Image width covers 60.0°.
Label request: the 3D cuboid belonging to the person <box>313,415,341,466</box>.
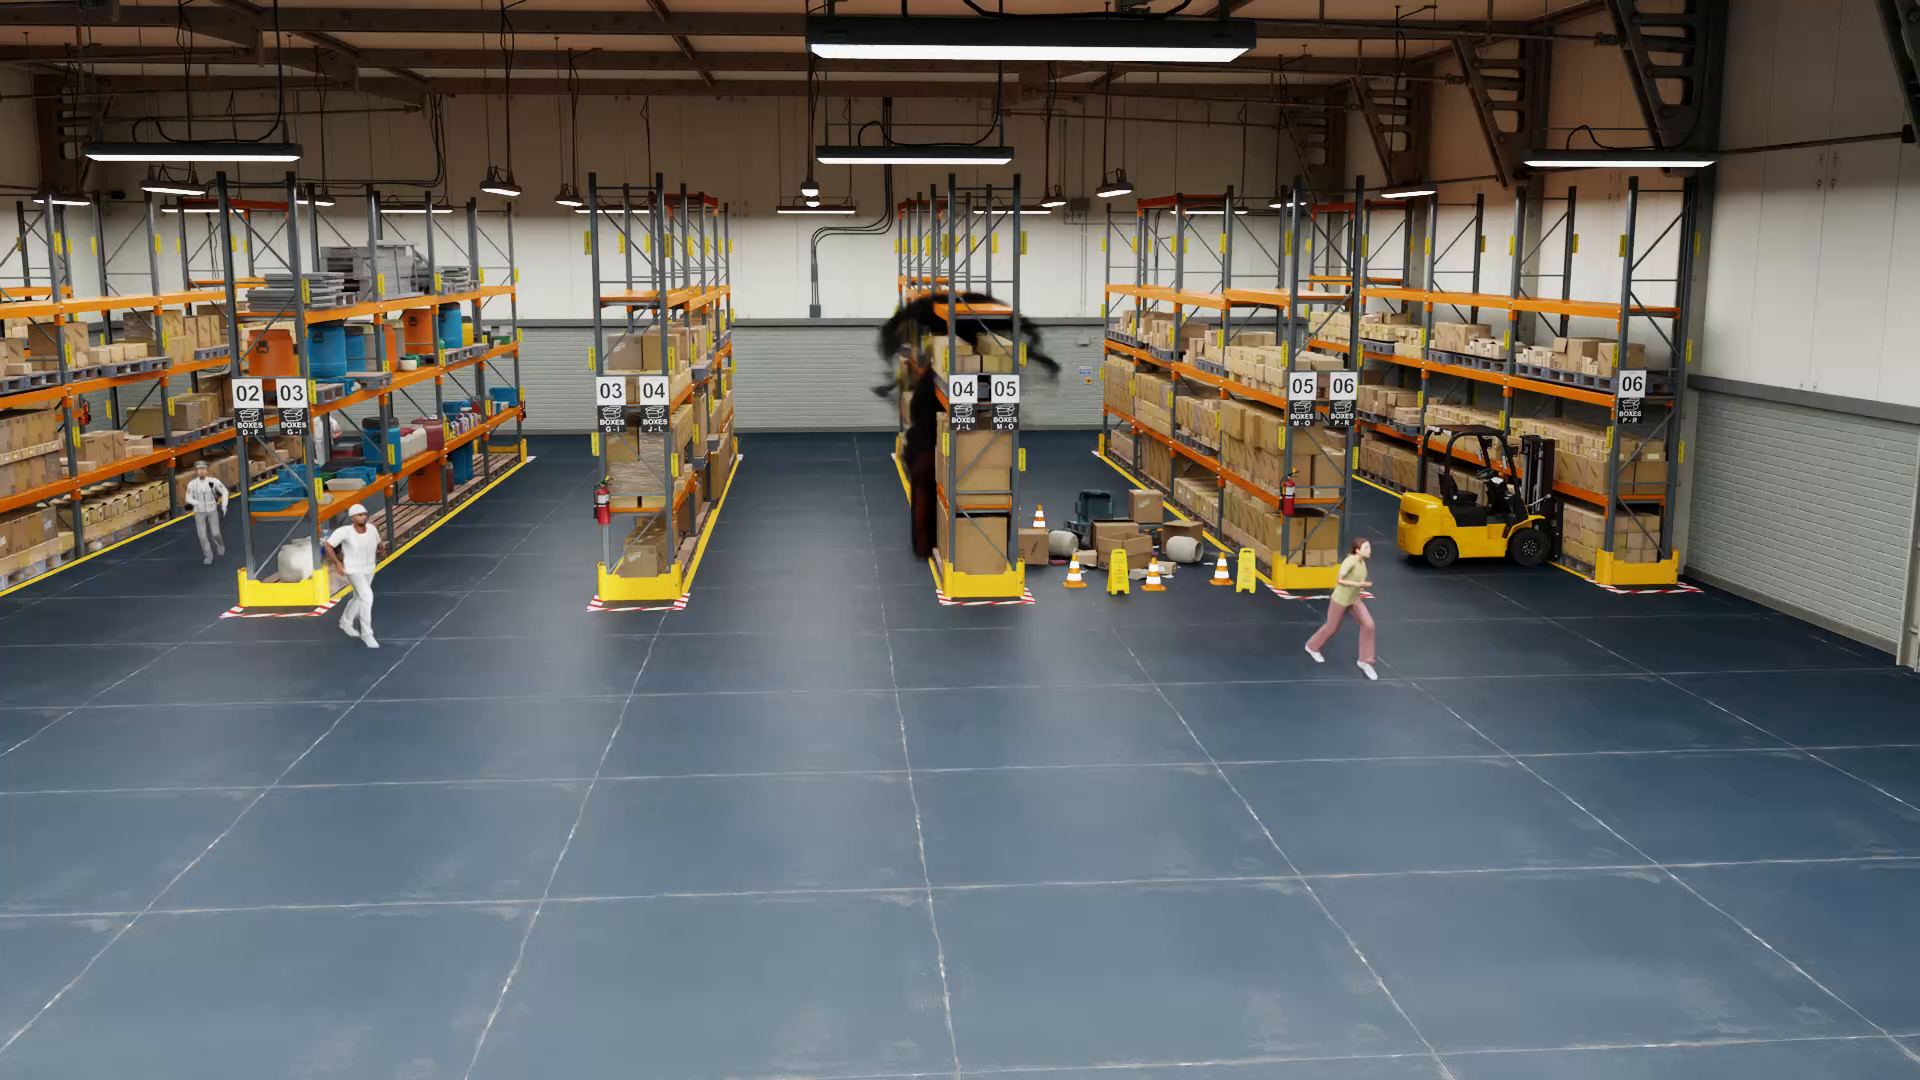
[{"bbox_3d":[-13.180,-1.921,34.509,0.666,1.790,0.802,-2,10,-9],"label":"person"}]

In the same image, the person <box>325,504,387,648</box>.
[{"bbox_3d":[-7.657,0.427,21.181,0.808,1.814,0.688,5,11,27],"label":"person"}]

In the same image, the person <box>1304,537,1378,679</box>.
[{"bbox_3d":[4.524,0.763,19.697,0.578,1.671,1.012,-9,13,-40],"label":"person"}]

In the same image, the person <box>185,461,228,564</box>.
[{"bbox_3d":[-11.979,-0.437,26.478,0.623,1.665,0.562,-4,11,-20],"label":"person"}]
